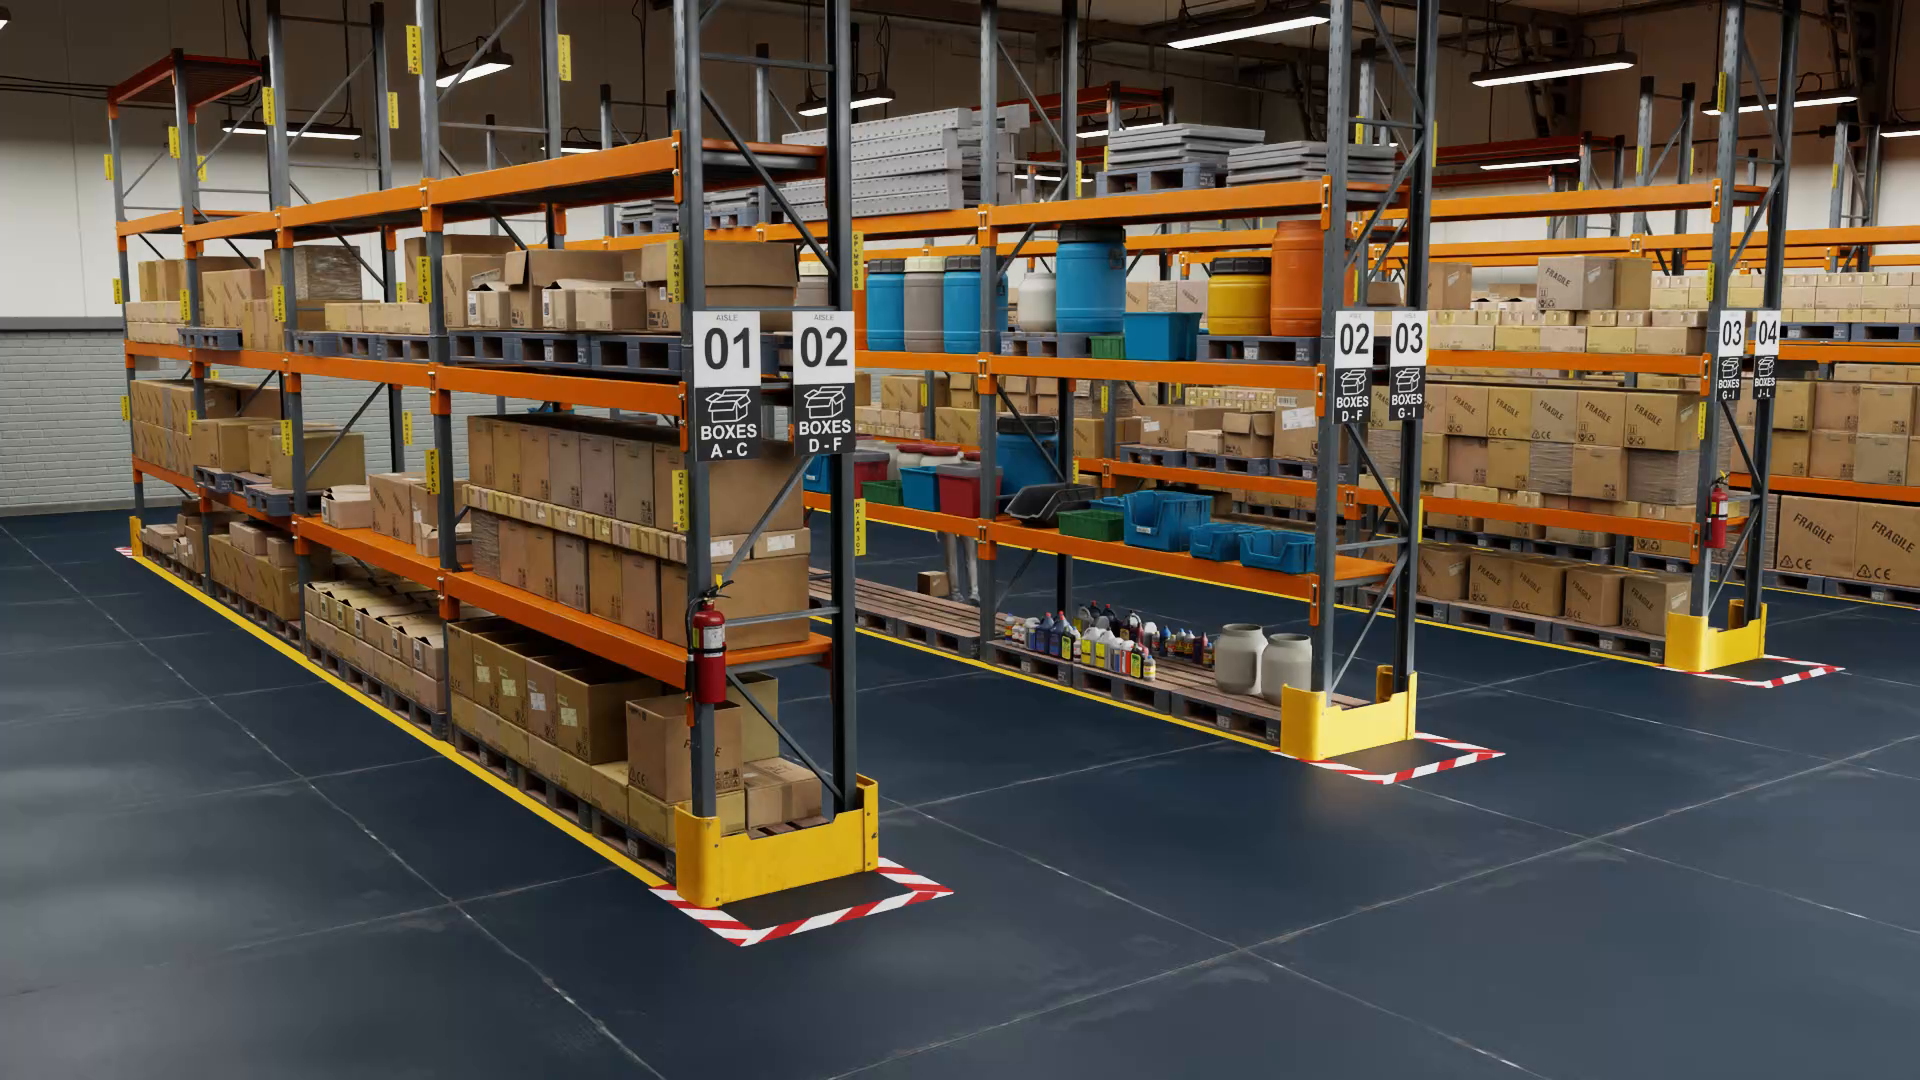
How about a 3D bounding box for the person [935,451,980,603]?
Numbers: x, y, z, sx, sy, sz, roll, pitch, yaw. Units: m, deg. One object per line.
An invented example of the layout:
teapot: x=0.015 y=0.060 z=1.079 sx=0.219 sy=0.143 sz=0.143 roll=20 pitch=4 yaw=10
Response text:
person: x=-0.017 y=-0.130 z=18.270 sx=0.544 sy=1.717 sz=0.434 roll=0 pitch=8 yaw=-2
